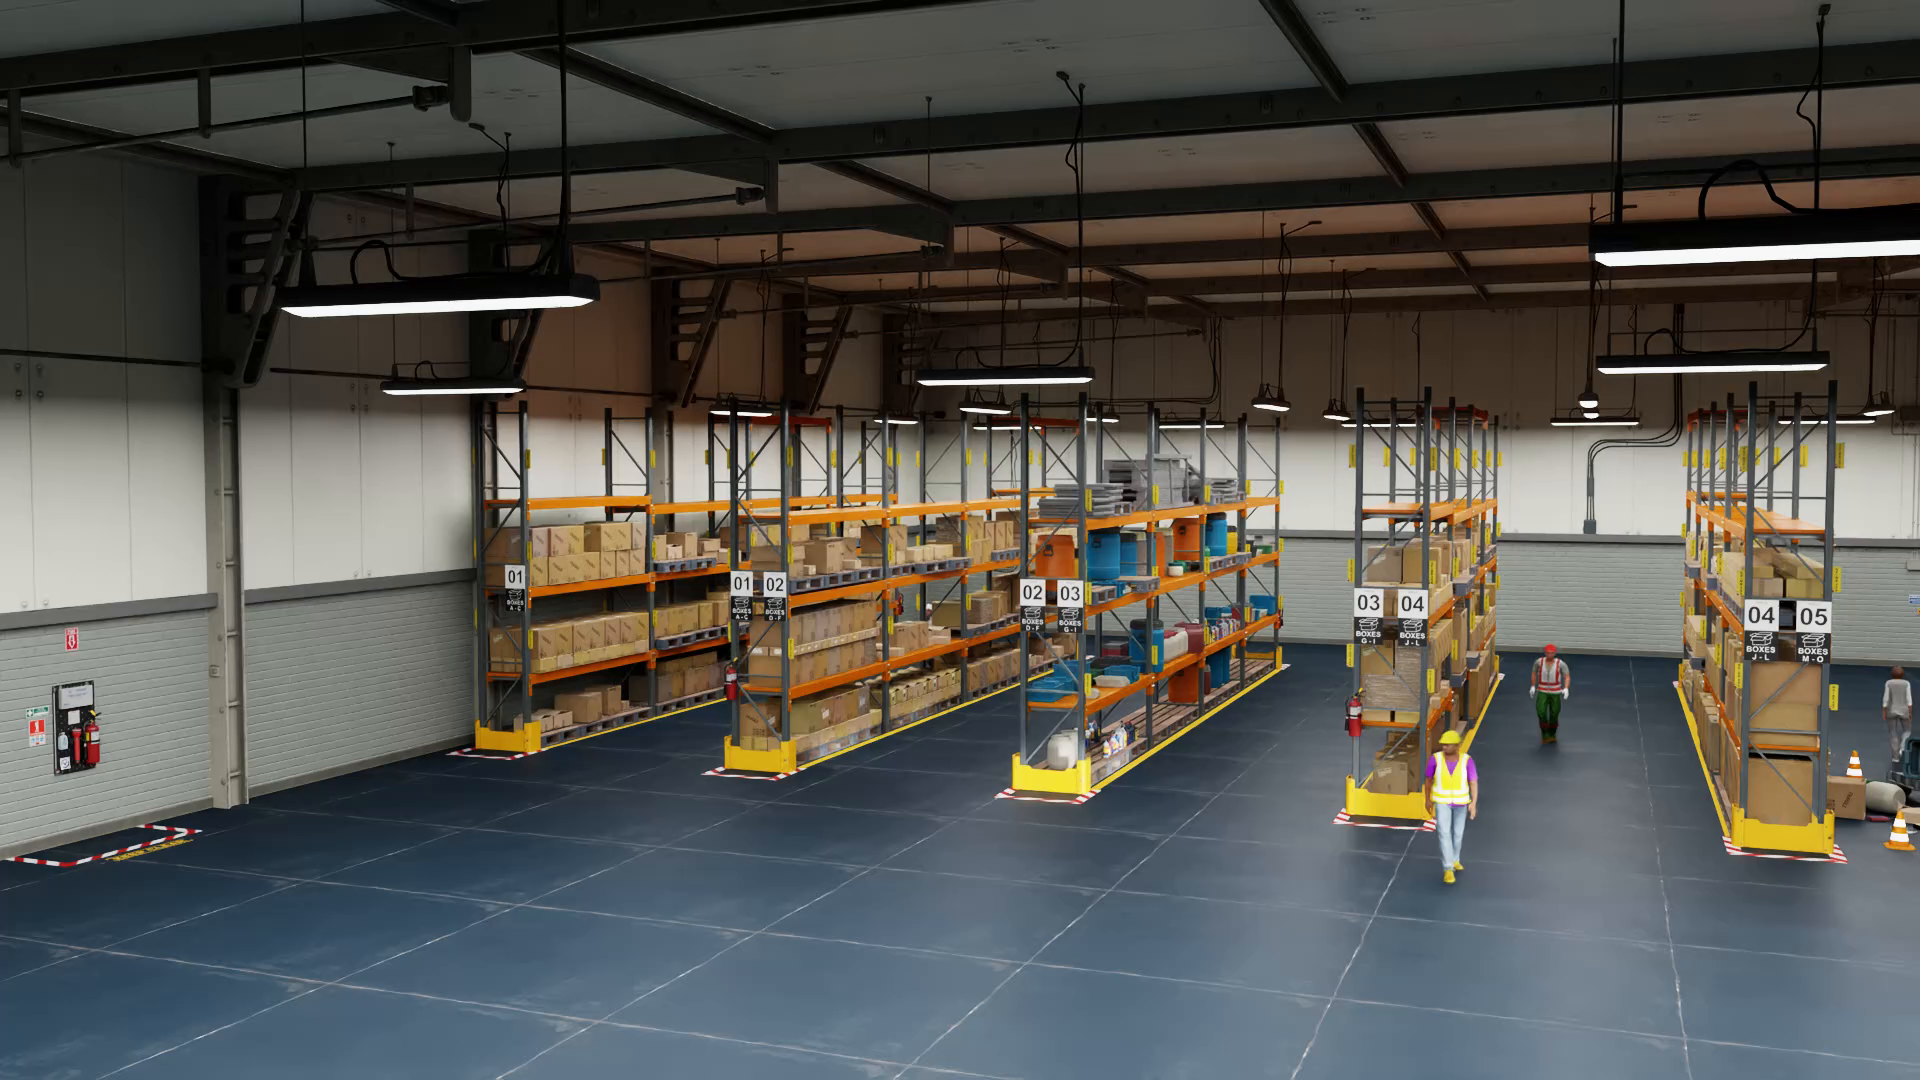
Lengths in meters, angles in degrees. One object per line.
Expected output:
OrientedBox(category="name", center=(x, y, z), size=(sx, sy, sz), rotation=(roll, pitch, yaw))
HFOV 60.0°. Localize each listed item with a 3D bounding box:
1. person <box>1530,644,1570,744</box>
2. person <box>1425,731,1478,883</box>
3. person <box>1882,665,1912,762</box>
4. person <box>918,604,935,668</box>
OrientedBox(category="person", center=(10.389, 2.733, 29.312), size=(0.685, 1.834, 0.579), rotation=(1, 3, 26))
OrientedBox(category="person", center=(5.873, 3.141, 19.853), size=(0.599, 1.722, 0.930), rotation=(1, 3, 12))
OrientedBox(category="person", center=(15.446, 2.871, 27.400), size=(0.439, 1.597, 0.407), rotation=(1, 3, 25))
OrientedBox(category="person", center=(-0.665, 2.304, 38.129), size=(0.654, 1.688, 0.734), rotation=(2, 3, 31))
